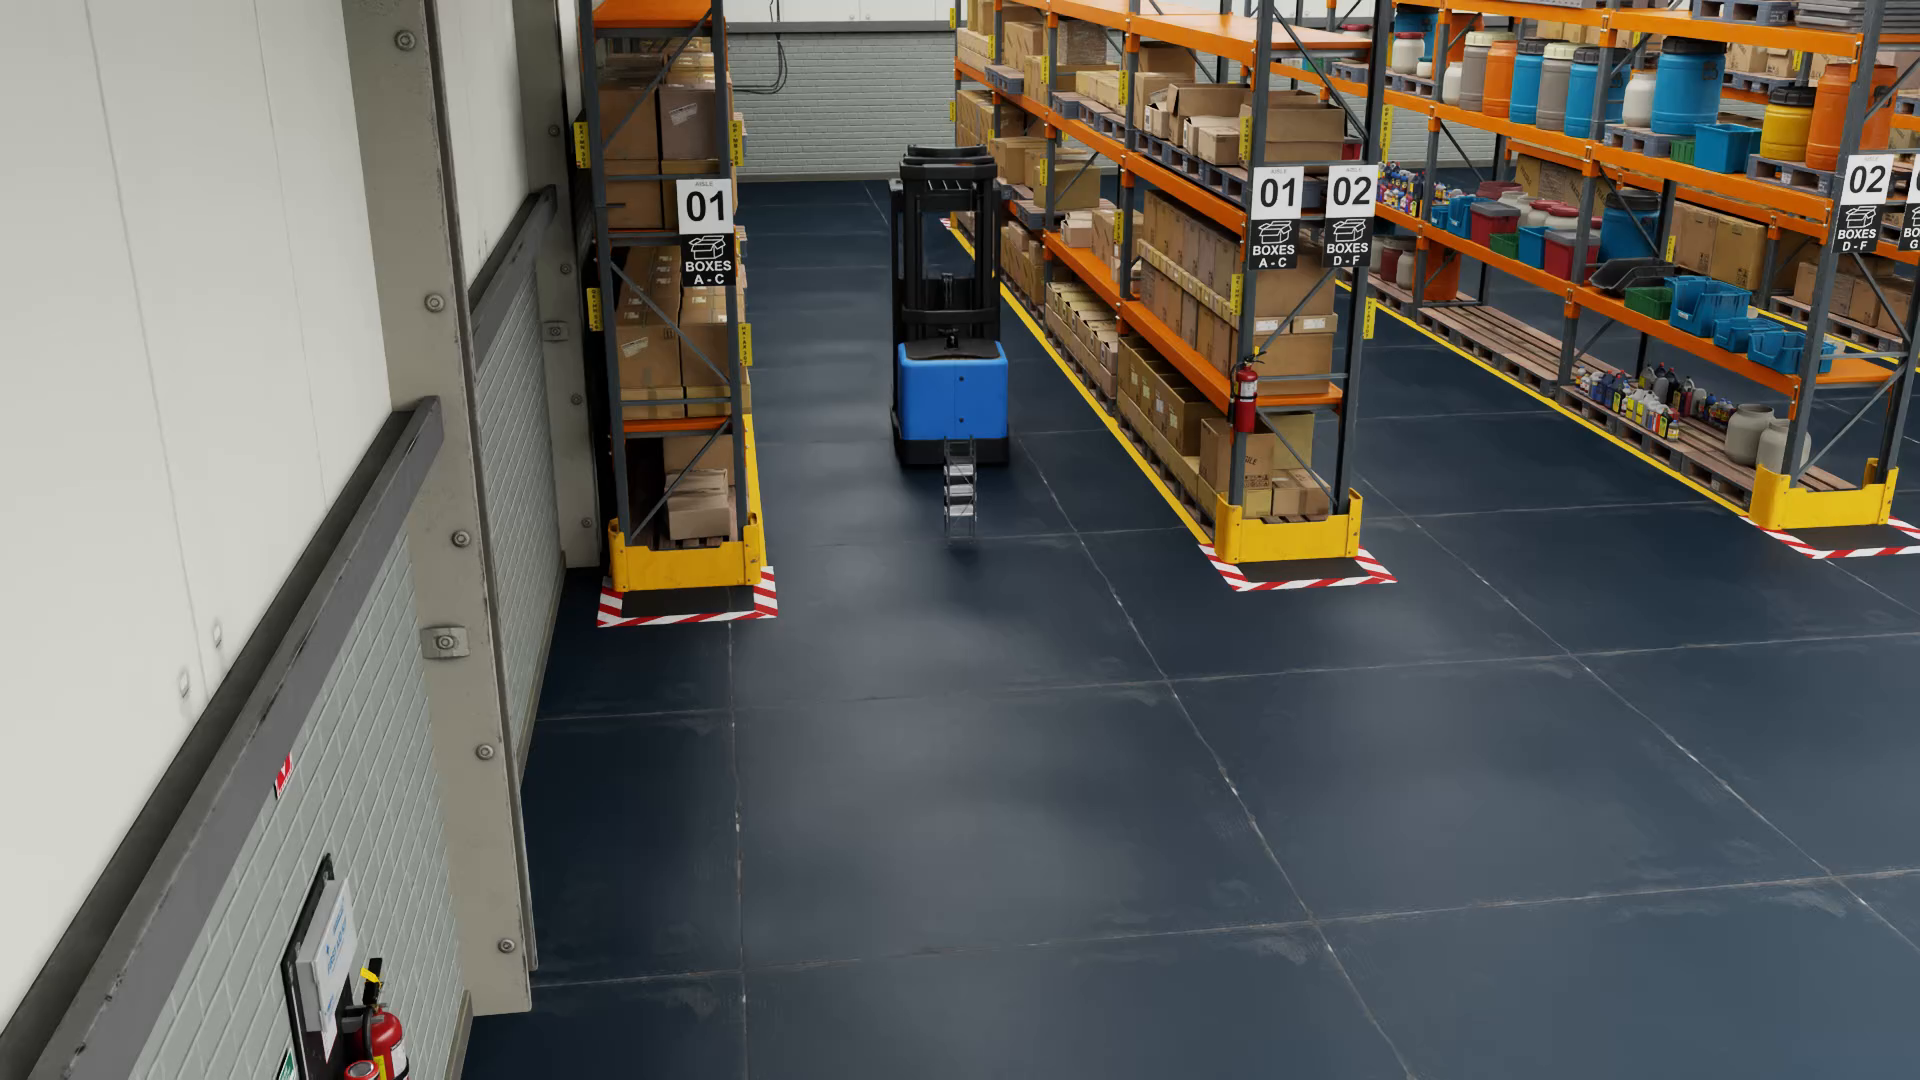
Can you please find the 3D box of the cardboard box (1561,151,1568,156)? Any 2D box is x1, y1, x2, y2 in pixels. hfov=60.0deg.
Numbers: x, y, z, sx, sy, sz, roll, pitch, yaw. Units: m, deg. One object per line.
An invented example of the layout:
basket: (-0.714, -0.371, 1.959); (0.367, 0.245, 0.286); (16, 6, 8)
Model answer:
cardboard box: (10.209, -6.463, 27.593); (0.380, 0.149, 0.250); (-3, 21, -7)

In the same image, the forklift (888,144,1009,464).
forklift: (-0.156, -2.569, 16.906); (1.130, 2.935, 3.031); (-1, 21, -4)

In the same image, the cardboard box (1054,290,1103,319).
cardboard box: (1.440, -2.869, 20.139); (0.500, 0.311, 0.500); (-3, 21, -9)

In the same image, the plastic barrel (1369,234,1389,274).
plastic barrel: (6.053, -4.106, 23.878); (0.421, 0.512, 0.421); (0, 20, 0)

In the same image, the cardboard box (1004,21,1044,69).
cardboard box: (0.994, -6.978, 23.439); (0.600, 0.600, 0.600); (-5, 21, -13)

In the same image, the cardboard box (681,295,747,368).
cardboard box: (-2.010, -1.697, 13.587); (0.500, 0.500, 0.500); (-3, 21, -8)

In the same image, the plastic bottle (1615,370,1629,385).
plastic bottle: (6.898, -1.611, 17.400); (0.144, 0.351, 0.185); (-3, 21, -8)

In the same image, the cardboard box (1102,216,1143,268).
cardboard box: (1.905, -3.360, 18.782); (0.500, 0.500, 0.500); (-3, 21, -8)

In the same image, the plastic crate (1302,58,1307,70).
plastic crate: (5.450, -7.335, 25.520); (0.416, 0.233, 0.300); (-3, 21, -8)

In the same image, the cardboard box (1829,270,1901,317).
cardboard box: (11.584, -3.187, 21.405); (0.700, 0.500, 0.500); (-5, 21, -12)

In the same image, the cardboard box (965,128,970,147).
cardboard box: (0.370, -6.373, 26.849); (0.500, 0.500, 0.500); (-3, 21, -8)

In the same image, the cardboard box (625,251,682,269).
cardboard box: (-2.822, -2.377, 15.408); (0.500, 0.500, 0.500); (-3, 21, -8)

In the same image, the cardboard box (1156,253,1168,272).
cardboard box: (2.109, -2.672, 16.012); (0.380, 0.149, 0.250); (-3, 21, -8)

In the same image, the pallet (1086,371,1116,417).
pallet: (2.003, -1.637, 18.299); (1.003, 0.211, 1.213); (-3, 21, -8)

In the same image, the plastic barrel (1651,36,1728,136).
plastic barrel: (7.088, -4.426, 16.175); (0.600, 0.901, 0.708); (-3, 21, -8)

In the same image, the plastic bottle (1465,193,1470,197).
plastic bottle: (6.741, -4.471, 22.085); (0.097, 0.271, 0.097); (0, 20, 0)

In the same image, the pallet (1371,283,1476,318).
pallet: (6.319, -3.289, 22.719); (1.003, 0.211, 1.213); (-3, 21, -8)

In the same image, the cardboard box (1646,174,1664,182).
cardboard box: (10.690, -5.660, 24.940); (0.500, 0.500, 0.500); (-3, 21, -8)

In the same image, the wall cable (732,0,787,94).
wall cable: (-4.945, -9.926, 32.370); (3.097, 2.526, 0.112); (-3, 21, -8)

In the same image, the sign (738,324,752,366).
sign: (-1.640, -1.487, 12.674); (0.100, 0.325, 0.005); (-3, 21, -8)

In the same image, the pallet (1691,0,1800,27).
pallet: (7.376, -4.766, 14.958); (1.003, 0.211, 1.213); (-3, 21, -8)

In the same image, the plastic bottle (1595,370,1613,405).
plastic bottle: (6.756, -1.604, 17.381); (0.144, 0.351, 0.185); (-2, 21, -6)

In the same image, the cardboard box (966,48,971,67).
cardboard box: (0.374, -7.643, 26.319); (0.500, 0.250, 0.500); (-3, 21, -8)

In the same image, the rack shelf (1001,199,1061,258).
rack shelf: (1.283, -4.431, 22.821); (1.077, 0.370, 4.000); (-3, 21, -8)

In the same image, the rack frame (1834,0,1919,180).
rack frame: (7.627, -4.365, 13.041); (1.000, 3.000, 0.127); (-3, 21, -8)

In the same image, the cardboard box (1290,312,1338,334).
cardboard box: (2.881, -1.803, 13.687); (0.380, 0.149, 0.250); (-3, 21, -8)

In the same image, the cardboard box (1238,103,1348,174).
cardboard box: (2.646, -3.221, 13.317); (0.797, 0.503, 0.637); (-1, 21, -4)

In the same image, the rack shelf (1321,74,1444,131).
rack shelf: (6.185, -6.085, 22.961); (1.077, 0.370, 4.000); (-3, 21, -8)

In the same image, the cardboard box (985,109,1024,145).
cardboard box: (0.666, -6.138, 24.790); (0.500, 0.500, 0.500); (-3, 21, -7)

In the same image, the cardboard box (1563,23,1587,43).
cardboard box: (10.434, -8.484, 27.472); (0.700, 0.500, 0.500); (-4, 21, -11)

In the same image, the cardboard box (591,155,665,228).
cardboard box: (-2.488, -2.648, 12.559); (0.500, 0.500, 0.500); (-1, 21, -4)

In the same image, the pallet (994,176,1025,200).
pallet: (1.002, -5.088, 23.827); (1.003, 0.211, 1.213); (-3, 21, -8)

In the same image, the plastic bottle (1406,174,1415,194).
plastic bottle: (6.452, -5.103, 23.769); (0.152, 0.276, 0.135); (-3, 21, -8)

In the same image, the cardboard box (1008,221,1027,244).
cardboard box: (0.967, -4.321, 23.370); (0.500, 0.250, 0.500); (-3, 21, -8)

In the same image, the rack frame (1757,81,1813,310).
rack frame: (11.375, -4.574, 22.175); (1.000, 3.000, 0.127); (-3, 21, -8)

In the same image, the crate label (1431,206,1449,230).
crate label: (6.163, -4.081, 21.095); (0.303, 0.233, 0.416); (-3, 21, -8)

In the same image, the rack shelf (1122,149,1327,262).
rack shelf: (2.436, -3.066, 14.880); (1.077, 0.370, 4.000); (-3, 21, -8)

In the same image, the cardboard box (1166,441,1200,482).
cardboard box: (2.197, -0.731, 15.215); (0.500, 0.250, 0.500); (-3, 21, -8)

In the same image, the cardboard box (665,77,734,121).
cardboard box: (-2.014, -3.306, 12.893); (0.500, 0.500, 0.500); (-3, 21, -8)

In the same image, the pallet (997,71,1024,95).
pallet: (1.172, -6.189, 22.482); (1.213, 0.211, 1.003); (-3, 21, -8)

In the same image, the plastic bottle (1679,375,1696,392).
plastic bottle: (7.502, -1.518, 17.149); (0.144, 0.351, 0.185); (-3, 21, -8)

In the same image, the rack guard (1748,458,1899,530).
rack guard: (7.569, -0.407, 14.592); (1.175, 0.500, 0.348); (-3, 21, -8)

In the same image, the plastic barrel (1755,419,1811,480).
plastic barrel: (7.456, -0.809, 15.052); (0.421, 0.512, 0.421); (0, 20, 0)

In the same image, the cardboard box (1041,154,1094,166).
cardboard box: (1.426, -4.858, 22.192); (0.700, 0.500, 0.500); (1, 20, 2)

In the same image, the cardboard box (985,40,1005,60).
cardboard box: (0.656, -7.184, 24.377); (0.500, 0.250, 0.500); (-3, 21, -8)

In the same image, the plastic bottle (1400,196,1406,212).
plastic bottle: (5.947, -4.504, 22.272); (0.097, 0.201, 0.097); (0, 20, 0)

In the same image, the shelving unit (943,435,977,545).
shelving unit: (-0.001, -0.424, 14.066); (0.258, 0.900, 0.210); (-3, 21, -8)

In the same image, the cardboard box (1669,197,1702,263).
cardboard box: (11.040, -4.630, 24.763); (1.225, 0.875, 0.875); (-4, 21, -10)

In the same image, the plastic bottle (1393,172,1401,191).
plastic bottle: (6.298, -5.168, 23.950); (0.097, 0.271, 0.097); (0, 20, 0)

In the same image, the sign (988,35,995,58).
sign: (0.459, -7.078, 23.853); (0.100, 0.325, 0.005); (-3, 21, -8)

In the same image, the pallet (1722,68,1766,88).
pallet: (11.065, -6.498, 23.309); (1.003, 0.211, 1.213); (-2, 21, -5)

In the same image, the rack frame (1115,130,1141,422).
rack frame: (2.148, -2.691, 17.133); (1.000, 3.000, 0.127); (-3, 21, -8)

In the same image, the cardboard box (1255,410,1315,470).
cardboard box: (2.793, -0.936, 14.692); (0.500, 0.500, 0.500); (-3, 21, -8)

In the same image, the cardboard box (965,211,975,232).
cardboard box: (0.360, -5.215, 27.192); (0.500, 0.250, 0.500); (-3, 21, -8)
